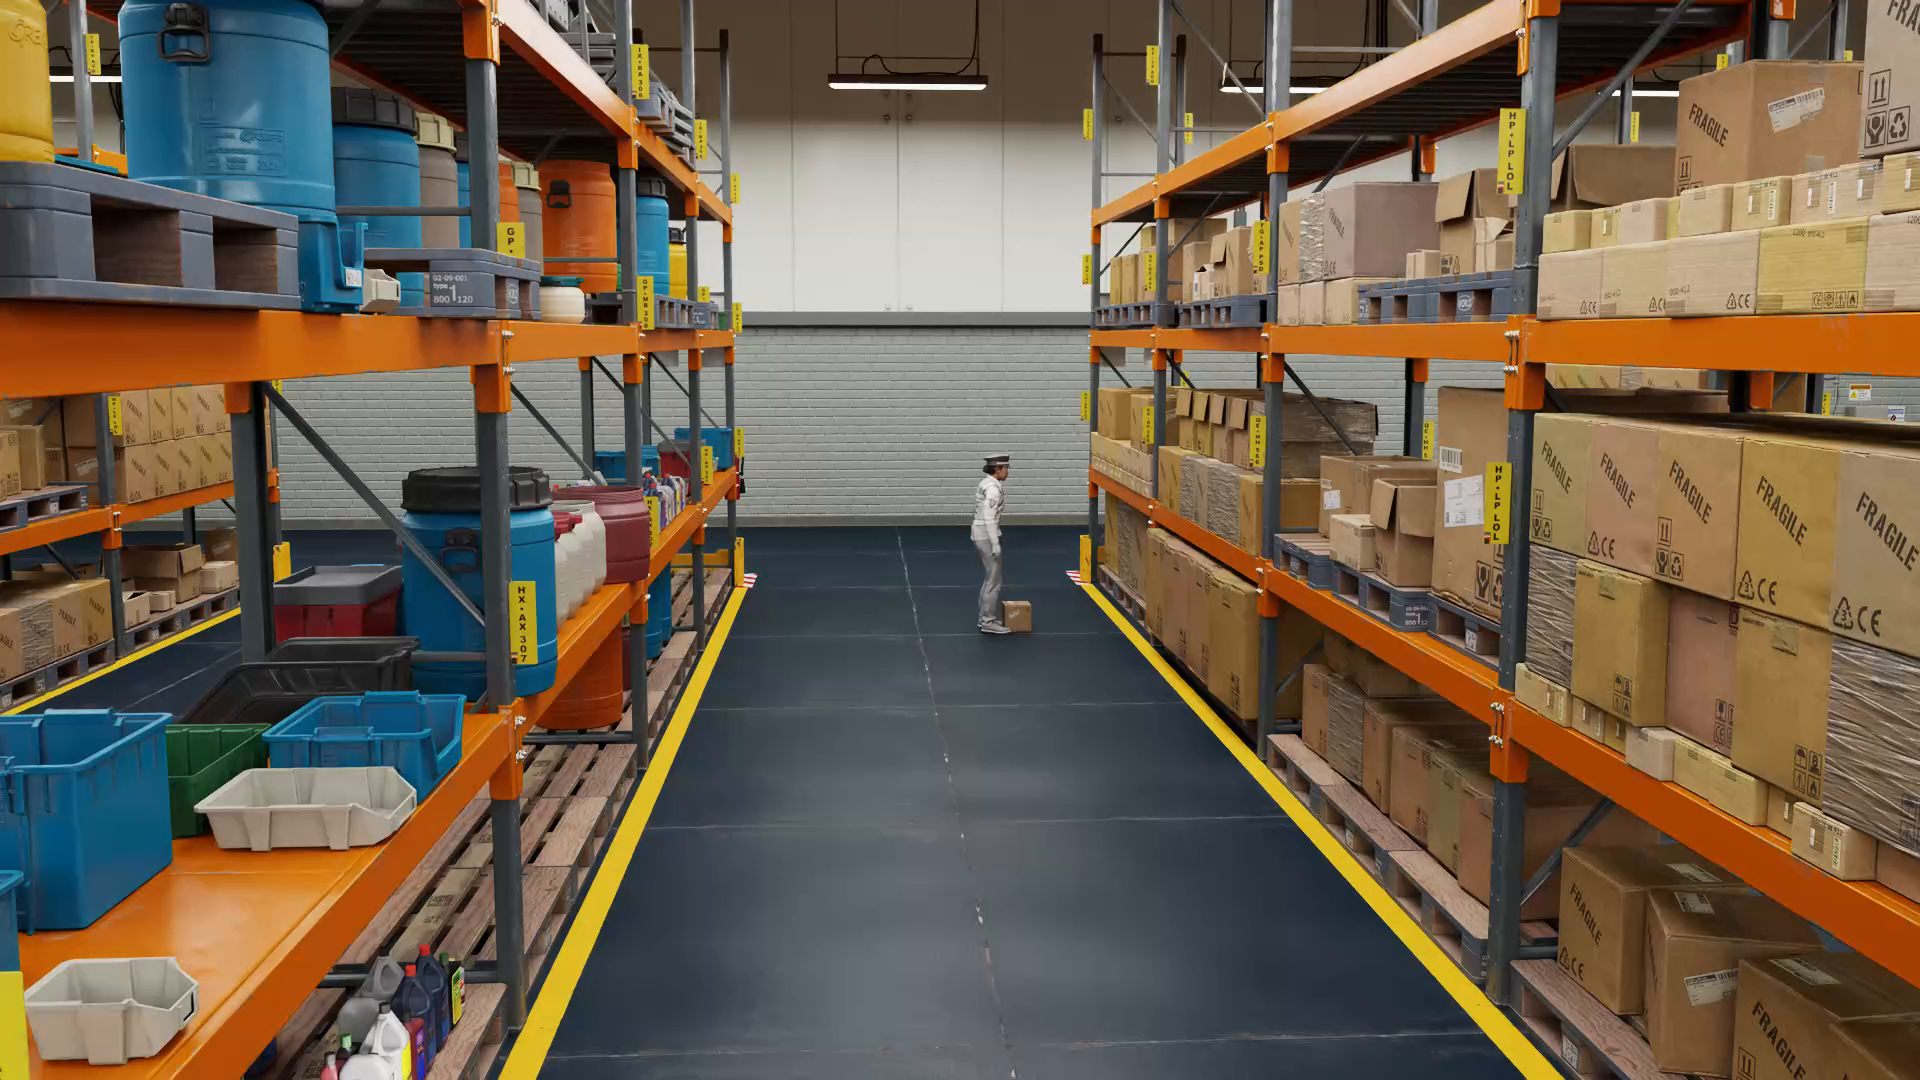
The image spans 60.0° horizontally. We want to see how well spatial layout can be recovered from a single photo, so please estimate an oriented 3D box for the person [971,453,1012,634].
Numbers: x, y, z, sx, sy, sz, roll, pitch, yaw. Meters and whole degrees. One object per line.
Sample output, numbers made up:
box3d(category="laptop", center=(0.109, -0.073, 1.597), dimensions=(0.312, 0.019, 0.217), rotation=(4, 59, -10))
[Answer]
box3d(category="person", center=(0.293, 0.023, 15.556), dimensions=(0.376, 1.662, 0.527), rotation=(0, 7, -4))
